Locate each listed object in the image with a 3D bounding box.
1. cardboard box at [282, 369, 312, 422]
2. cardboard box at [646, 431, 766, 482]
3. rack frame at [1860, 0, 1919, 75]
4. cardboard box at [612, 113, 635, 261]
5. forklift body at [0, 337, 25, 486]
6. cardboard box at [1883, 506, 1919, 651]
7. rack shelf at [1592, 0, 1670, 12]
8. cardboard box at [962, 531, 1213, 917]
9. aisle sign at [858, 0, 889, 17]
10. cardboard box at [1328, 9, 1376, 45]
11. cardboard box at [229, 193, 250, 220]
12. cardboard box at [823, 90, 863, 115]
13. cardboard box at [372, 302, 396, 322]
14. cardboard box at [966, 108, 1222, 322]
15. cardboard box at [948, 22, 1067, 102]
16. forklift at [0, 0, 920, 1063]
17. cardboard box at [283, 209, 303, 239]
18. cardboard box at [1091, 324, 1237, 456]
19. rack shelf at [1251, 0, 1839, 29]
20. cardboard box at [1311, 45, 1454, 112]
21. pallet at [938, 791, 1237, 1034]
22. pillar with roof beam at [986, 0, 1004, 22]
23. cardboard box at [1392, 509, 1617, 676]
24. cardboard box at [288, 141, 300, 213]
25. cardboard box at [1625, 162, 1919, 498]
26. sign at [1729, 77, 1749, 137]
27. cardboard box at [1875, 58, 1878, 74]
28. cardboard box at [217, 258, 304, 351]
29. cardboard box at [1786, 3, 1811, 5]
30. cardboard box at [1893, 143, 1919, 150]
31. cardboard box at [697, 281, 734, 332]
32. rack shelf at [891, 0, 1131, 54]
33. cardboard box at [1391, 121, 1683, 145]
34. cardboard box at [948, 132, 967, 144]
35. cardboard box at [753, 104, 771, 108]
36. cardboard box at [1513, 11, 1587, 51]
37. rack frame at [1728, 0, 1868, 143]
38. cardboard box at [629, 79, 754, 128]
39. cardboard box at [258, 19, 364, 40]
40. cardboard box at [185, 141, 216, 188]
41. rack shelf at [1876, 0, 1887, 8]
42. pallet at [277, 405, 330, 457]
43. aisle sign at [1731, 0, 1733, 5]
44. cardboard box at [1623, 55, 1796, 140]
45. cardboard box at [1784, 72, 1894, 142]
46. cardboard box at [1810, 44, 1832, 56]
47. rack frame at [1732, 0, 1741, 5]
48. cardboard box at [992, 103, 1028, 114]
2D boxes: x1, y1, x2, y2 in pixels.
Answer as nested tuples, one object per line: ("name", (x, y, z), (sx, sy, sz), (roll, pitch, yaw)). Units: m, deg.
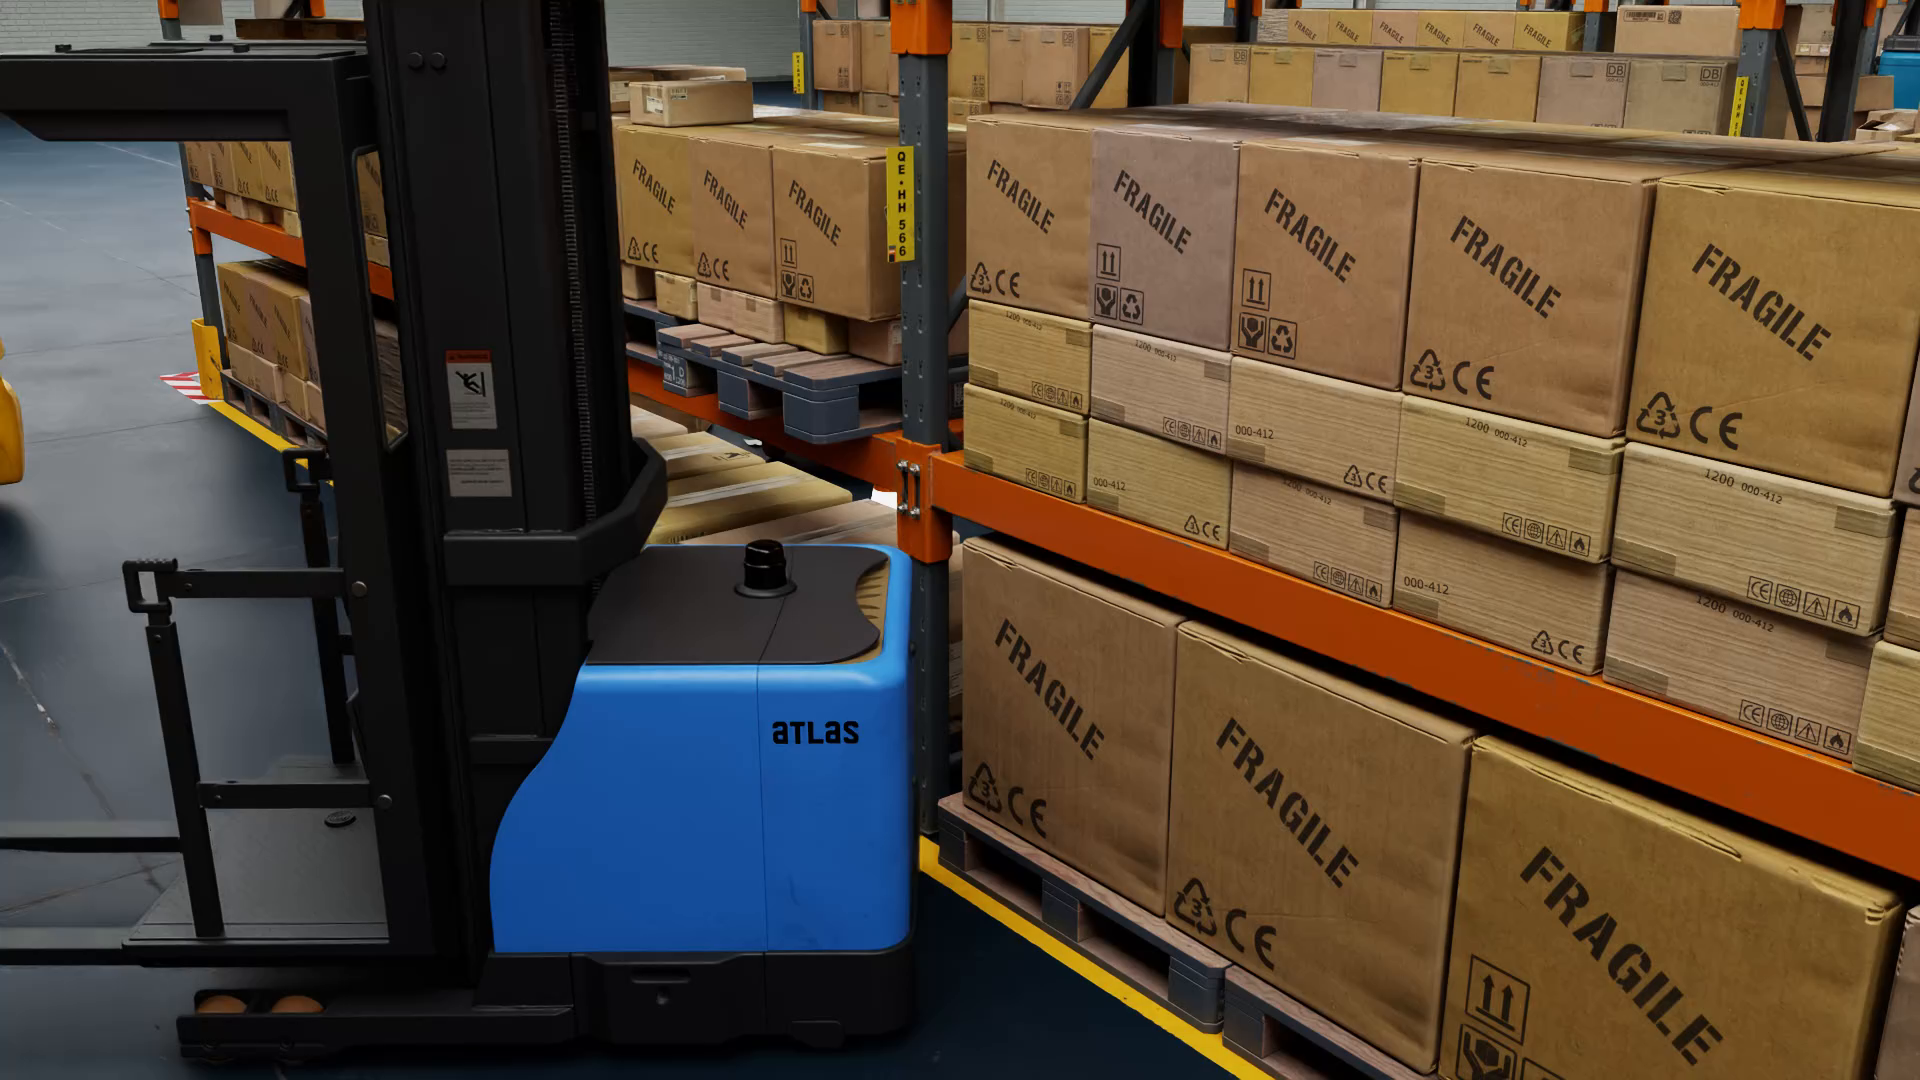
("cardboard box", (-3.772, -0.917, 10.065), (0.500, 0.250, 0.500), (-12, 22, -32))
("cardboard box", (-1.456, -0.196, 7.694), (0.950, 0.372, 0.625), (-12, 22, -33))
("rack frame", (9.419, -4.450, 17.029), (1.000, 3.000, 0.127), (-14, 23, -36))
("cardboard box", (-1.231, -1.393, 6.498), (0.500, 0.500, 0.500), (-15, 24, -38))
("forklift body", (-5.997, -1.051, 8.114), (2.313, 2.155, 1.214), (-14, 23, -36))
("cardboard box", (1.954, 0.073, 2.813), (0.500, 0.250, 0.500), (-13, 23, -35))
("rack shelf", (6.778, -4.073, 12.263), (1.077, 0.370, 4.000), (-14, 23, -36))
("cardboard box", (0.615, 0.432, 4.997), (0.875, 0.875, 0.875), (-14, 23, -37))
("aisle sign", (-0.707, -4.836, 14.059), (0.394, 0.787, 0.004), (-14, 23, -36))
("cardboard box", (3.797, -4.696, 15.549), (0.500, 0.500, 0.500), (-14, 23, -36))
("cardboard box", (-4.277, -2.079, 10.269), (0.380, 0.149, 0.250), (-14, 23, -35))
("cardboard box", (-0.632, -3.514, 13.965), (0.875, 0.550, 0.550), (-14, 23, -36))
("cardboard box", (-3.127, -1.017, 9.176), (0.500, 0.500, 0.500), (-13, 23, -35))
("cardboard box", (0.366, -0.916, 4.608), (0.500, 0.500, 0.500), (-15, 23, -38))
("cardboard box", (0.388, -3.623, 12.576), (0.875, 0.550, 0.500), (-14, 23, -36))
("forklift", (-1.636, -0.210, 4.333), (3.031, 2.935, 1.130), (0, 18, 0))
("cardboard box", (-3.628, -1.824, 9.500), (0.380, 0.149, 0.250), (-14, 23, -36))
("cardboard box", (0.692, -0.429, 4.329), (0.500, 0.250, 0.500), (-13, 23, -35))
("rack shelf", (2.827, -3.130, 9.415), (1.077, 0.370, 4.000), (-14, 23, -36))
("cardboard box", (2.533, -2.690, 9.965), (0.700, 0.500, 0.500), (-14, 23, -36))
("pallet", (0.682, 0.969, 5.099), (1.003, 0.211, 1.213), (-14, 23, -36))
("pillar with roof beam", (-2.462, -15.287, 40.213), (9.100, 9.000, 0.400), (-14, 23, -36))
("cardboard box", (1.321, 0.052, 3.672), (0.500, 0.250, 0.500), (-14, 23, -36))
("cardboard box", (-3.354, -2.051, 9.153), (0.500, 0.500, 0.500), (-13, 22, -35))
("cardboard box", (1.634, -0.416, 3.096), (0.500, 0.500, 0.500), (-13, 22, -34))
("sign", (3.636, -1.995, 7.773), (0.100, 0.325, 0.005), (-14, 23, -36))
("cardboard box", (12.064, -5.950, 21.401), (0.700, 0.500, 0.500), (-13, 22, -35))
("cardboard box", (-4.416, -1.526, 10.713), (0.500, 0.500, 0.500), (-15, 23, -38))
("cardboard box", (11.133, -6.934, 22.308), (0.700, 0.500, 0.500), (-14, 23, -36))
("cardboard box", (4.373, -1.699, 7.508), (0.380, 0.149, 0.250), (-15, 23, -38))
("cardboard box", (-0.701, -0.847, 5.881), (0.380, 0.149, 0.250), (-15, 24, -39))
("rack shelf", (-0.990, -2.139, 6.422), (1.077, 0.370, 4.000), (-14, 23, -36))
("cardboard box", (1.406, -0.761, 4.138), (0.500, 0.500, 0.500), (-14, 23, -36))
("cardboard box", (0.153, -1.107, 5.635), (0.500, 0.500, 0.500), (-15, 23, -38))
("cardboard box", (-1.141, -1.618, 7.176), (0.500, 0.500, 0.500), (-13, 22, -34))
("cardboard box", (5.041, -4.204, 14.063), (0.500, 0.500, 0.500), (-14, 23, -36))
("rack frame", (4.069, -1.554, 8.285), (1.000, 3.000, 0.127), (-14, 23, -36))
("cardboard box", (-0.986, -1.607, 6.113), (0.380, 0.149, 0.250), (-15, 24, -39))
("cardboard box", (-3.919, -2.988, 10.393), (0.700, 0.500, 0.500), (-14, 23, -36))
("cardboard box", (-4.639, -2.552, 10.667), (0.500, 0.500, 0.500), (-14, 23, -37))
("rack shelf", (10.661, -5.039, 15.182), (1.077, 0.370, 4.000), (-14, 23, -36))
("pallet", (-3.439, -0.685, 10.094), (1.003, 0.211, 1.213), (-14, 23, -36))
("aisle sign", (10.540, -7.592, 22.382), (0.394, 0.787, 0.004), (-14, 23, -36))
("cardboard box", (3.798, -2.189, 8.452), (0.700, 0.500, 0.500), (-14, 23, -36))
("cardboard box", (6.685, -3.322, 12.792), (0.797, 0.503, 0.637), (-11, 21, -31))
("cardboard box", (11.370, -6.429, 21.815), (0.380, 0.149, 0.250), (-14, 23, -37))
("rack frame", (10.820, -6.401, 22.922), (1.000, 3.000, 0.127), (-14, 23, -36))
("cardboard box", (0.745, -2.987, 12.372), (0.875, 0.550, 0.550), (-14, 23, -36))
